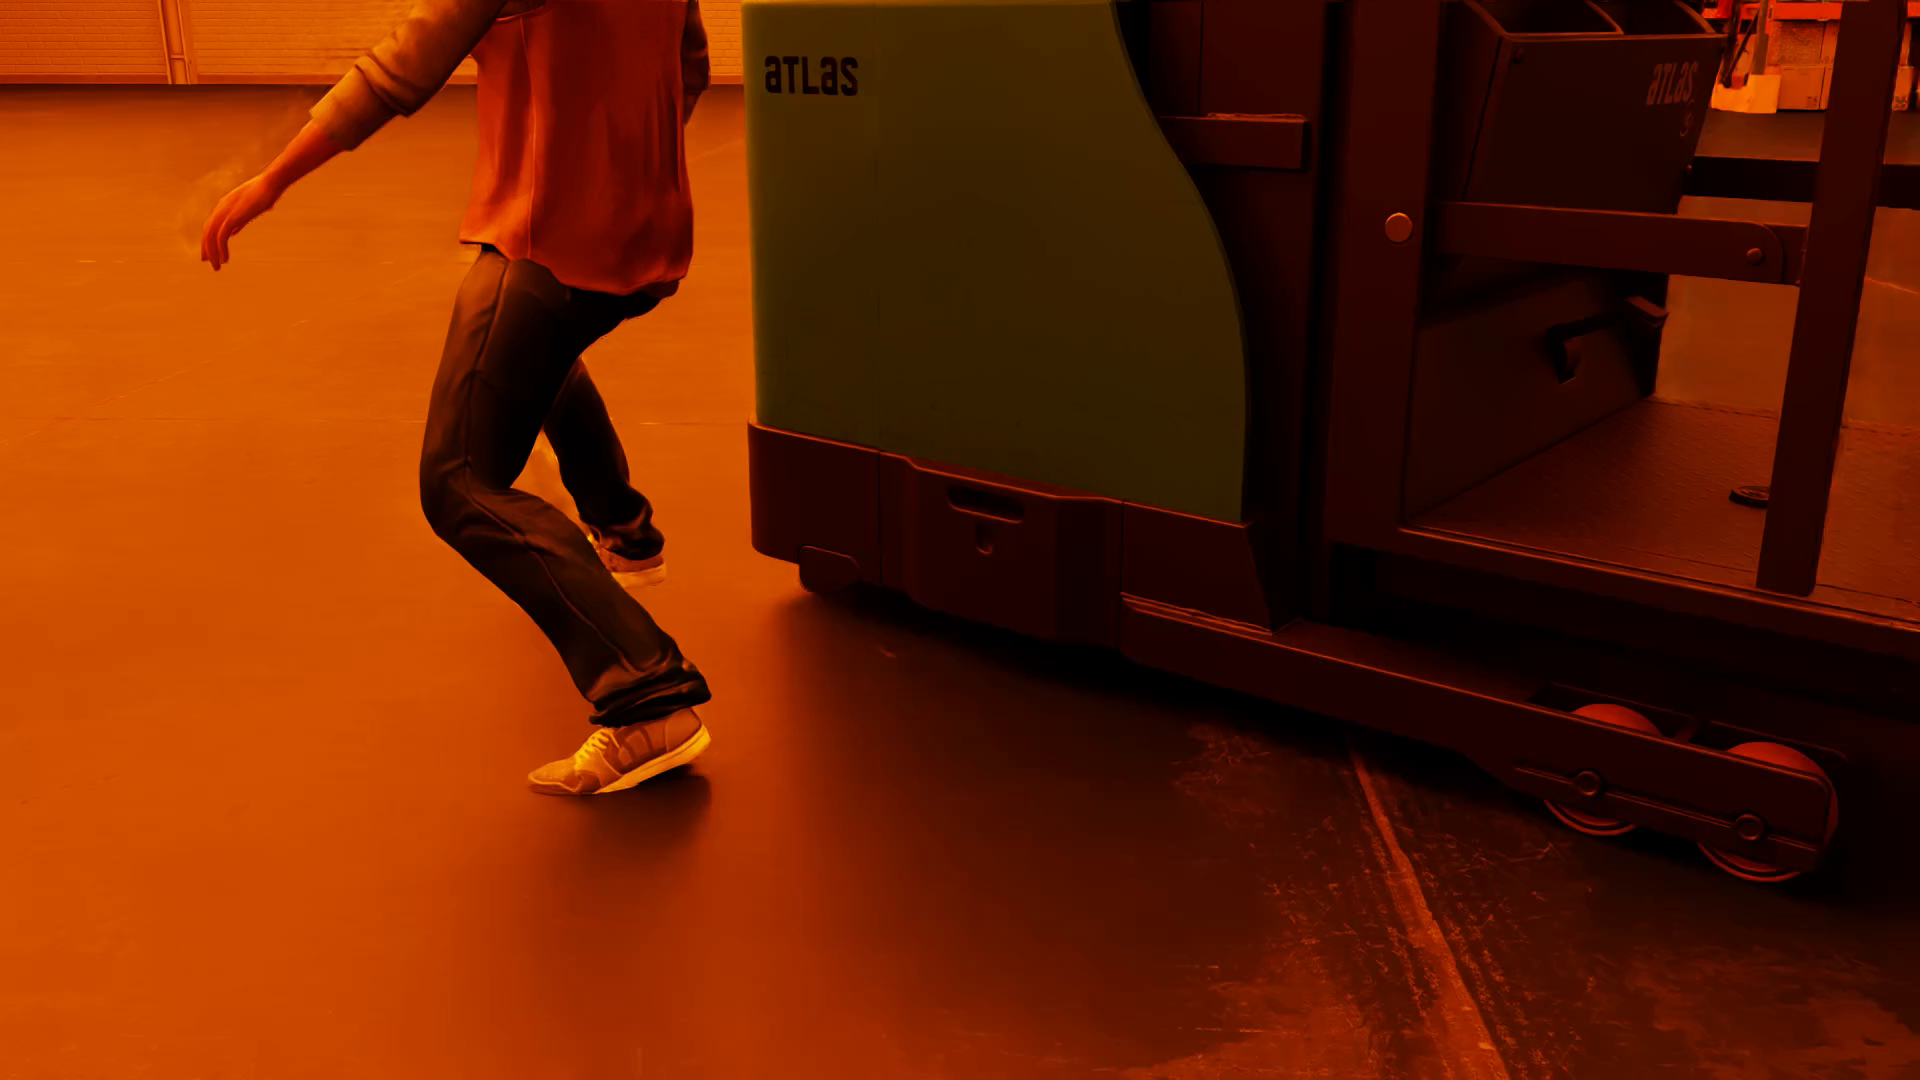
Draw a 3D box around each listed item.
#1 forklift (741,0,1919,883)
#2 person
[{"bbox_3d":[1.078,-1.160,2.165,3.031,2.935,1.130,13,22,37],"label":"forklift"},{"bbox_3d":[-0.594,-0.431,2.384,0.651,1.477,0.822,7,19,21],"label":"person"}]
